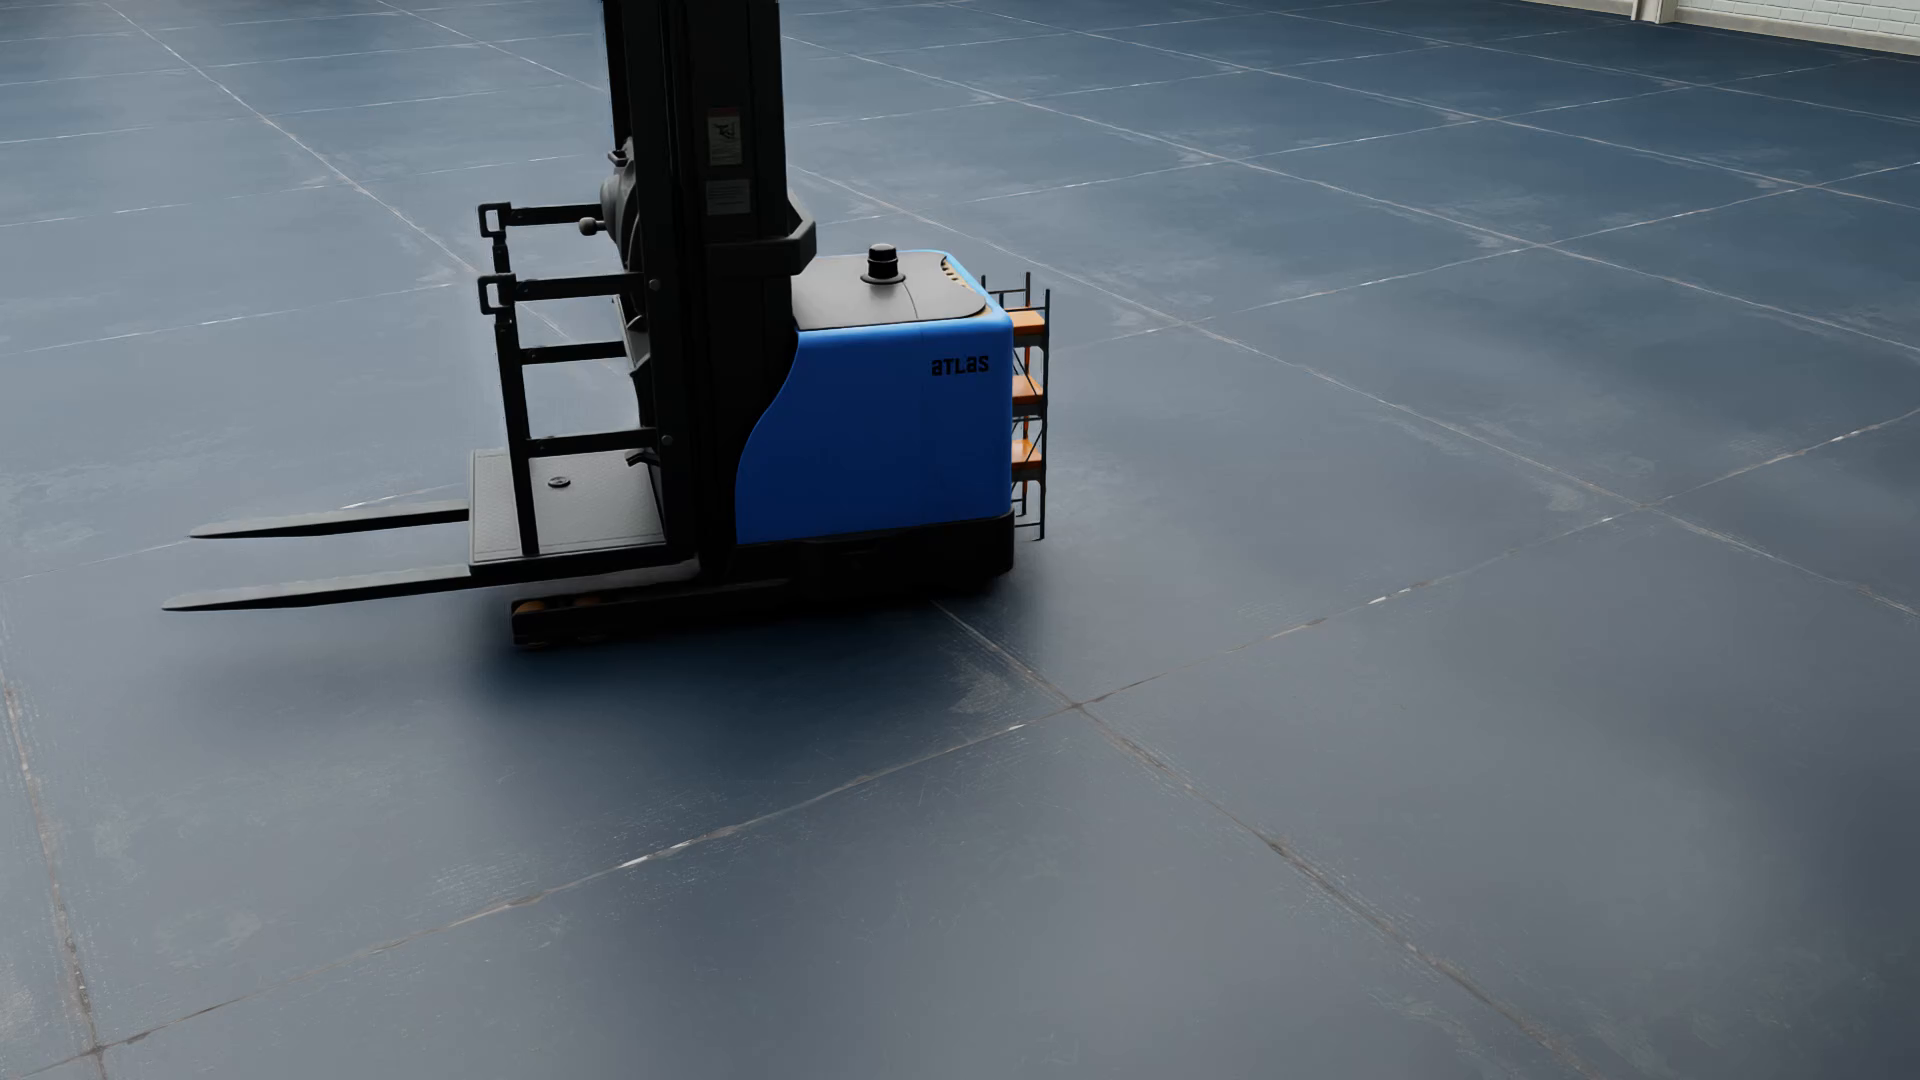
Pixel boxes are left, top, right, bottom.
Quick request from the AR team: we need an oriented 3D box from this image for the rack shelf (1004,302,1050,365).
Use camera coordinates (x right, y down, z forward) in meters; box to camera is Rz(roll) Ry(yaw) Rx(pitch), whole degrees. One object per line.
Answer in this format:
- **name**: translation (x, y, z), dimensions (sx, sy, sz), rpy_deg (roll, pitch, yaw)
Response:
- **rack shelf**: translation (0.212, -0.764, 6.498), dimensions (0.215, 0.259, 0.240), rpy_deg (-7, 26, -14)

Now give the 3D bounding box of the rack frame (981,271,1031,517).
- **rack frame**: translation (0.179, -0.567, 6.721), dimensions (0.200, 1.050, 0.008), rpy_deg (-7, 26, -14)

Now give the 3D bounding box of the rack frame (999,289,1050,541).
- **rack frame**: translation (0.244, -0.467, 6.508), dimensions (0.200, 1.050, 0.008), rpy_deg (-7, 26, -14)

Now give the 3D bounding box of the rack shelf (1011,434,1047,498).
- **rack shelf**: translation (0.212, -0.256, 6.738), dimensions (0.215, 0.259, 0.240), rpy_deg (-7, 26, -14)

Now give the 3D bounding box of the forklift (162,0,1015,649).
- **forklift**: translation (-1.368, -1.188, 5.833), dimensions (3.031, 2.935, 1.130), rpy_deg (-6, 26, -13)

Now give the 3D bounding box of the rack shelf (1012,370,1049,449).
- **rack shelf**: translation (0.212, -0.507, 6.619), dimensions (0.215, 0.259, 0.240), rpy_deg (-7, 26, -14)

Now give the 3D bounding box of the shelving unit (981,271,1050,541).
- **shelving unit**: translation (0.212, -0.517, 6.615), dimensions (0.215, 1.050, 0.252), rpy_deg (-7, 26, -14)

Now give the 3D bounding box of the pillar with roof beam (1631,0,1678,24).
- **pillar with roof beam**: translation (4.704, -9.299, 15.908), dimensions (9.100, 9.000, 0.400), rpy_deg (-16, 29, -30)
